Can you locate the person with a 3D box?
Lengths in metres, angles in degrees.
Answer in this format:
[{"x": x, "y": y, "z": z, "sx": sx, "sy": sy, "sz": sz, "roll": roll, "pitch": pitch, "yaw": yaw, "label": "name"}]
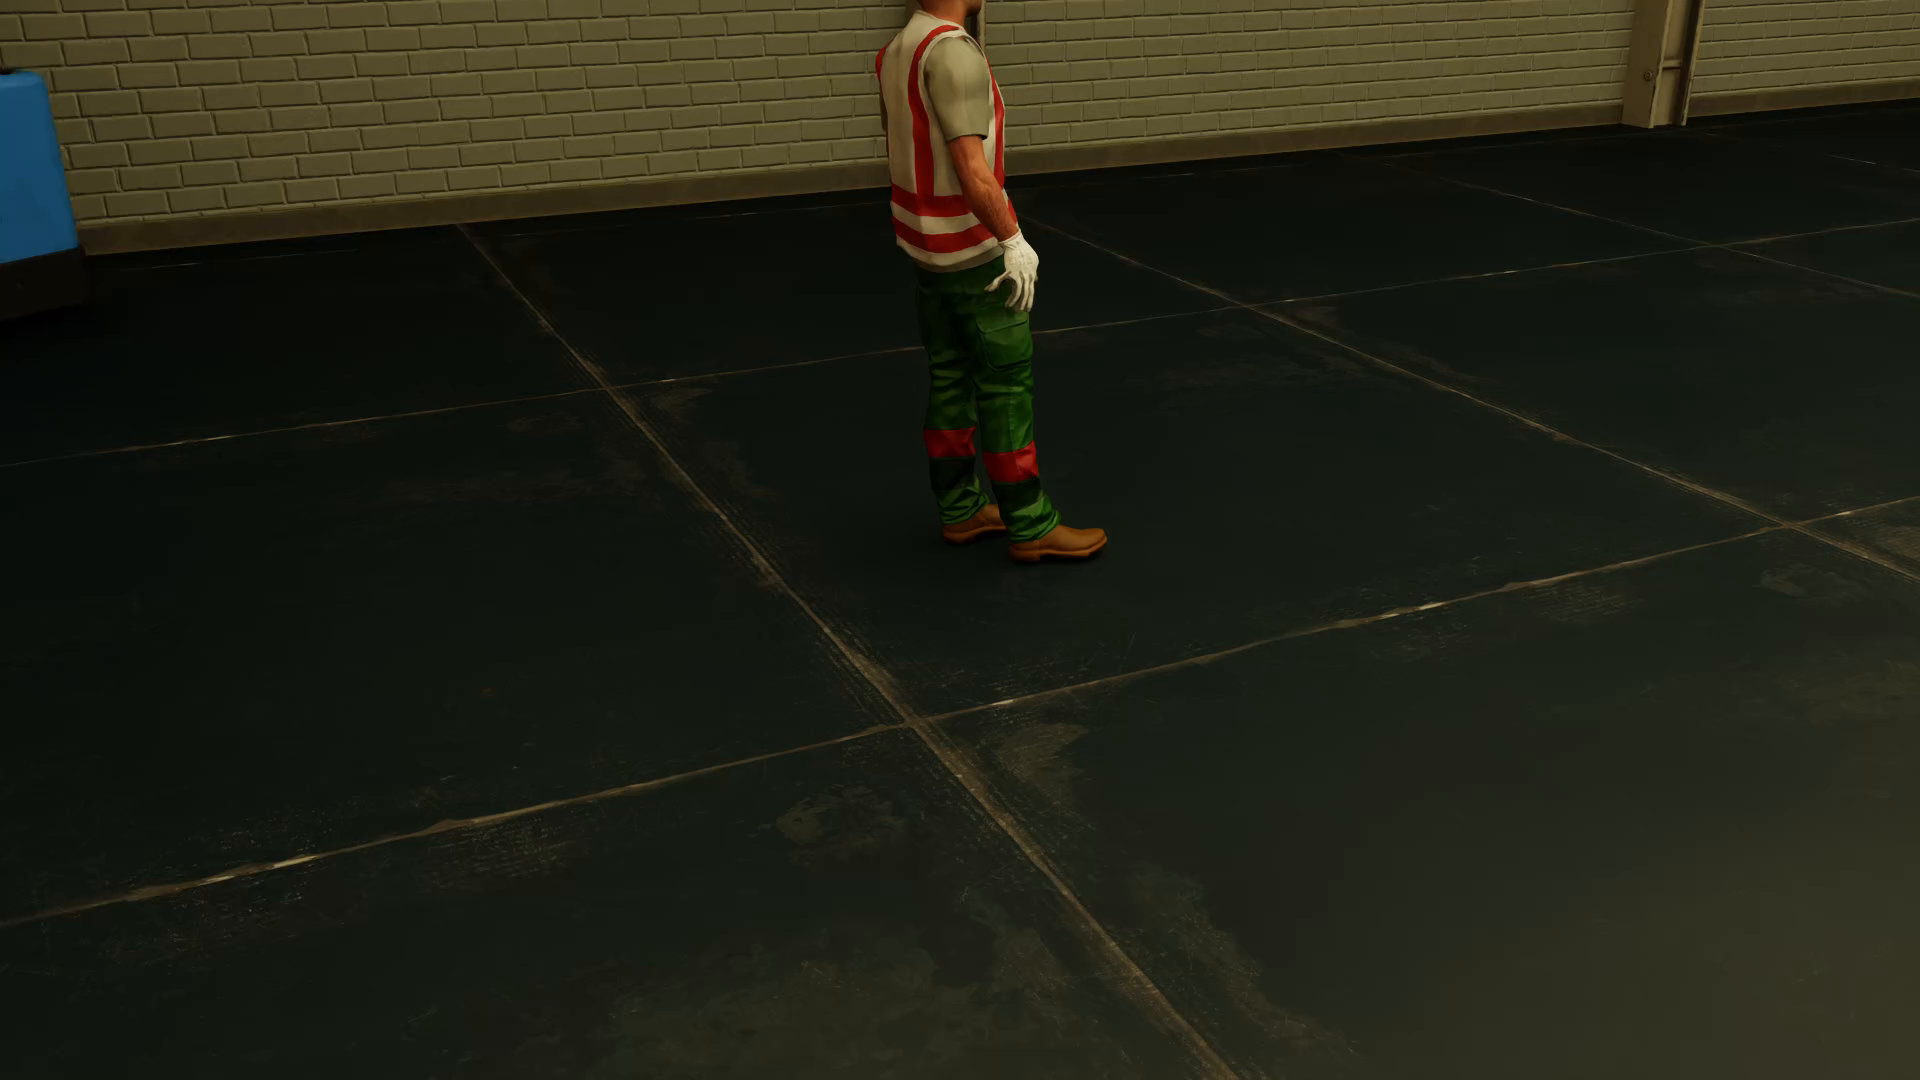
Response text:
[{"x": 0.014, "y": -0.832, "z": 4.753, "sx": 0.424, "sy": 1.687, "sz": 0.637, "roll": -10, "pitch": 25, "yaw": -23, "label": "person"}]
